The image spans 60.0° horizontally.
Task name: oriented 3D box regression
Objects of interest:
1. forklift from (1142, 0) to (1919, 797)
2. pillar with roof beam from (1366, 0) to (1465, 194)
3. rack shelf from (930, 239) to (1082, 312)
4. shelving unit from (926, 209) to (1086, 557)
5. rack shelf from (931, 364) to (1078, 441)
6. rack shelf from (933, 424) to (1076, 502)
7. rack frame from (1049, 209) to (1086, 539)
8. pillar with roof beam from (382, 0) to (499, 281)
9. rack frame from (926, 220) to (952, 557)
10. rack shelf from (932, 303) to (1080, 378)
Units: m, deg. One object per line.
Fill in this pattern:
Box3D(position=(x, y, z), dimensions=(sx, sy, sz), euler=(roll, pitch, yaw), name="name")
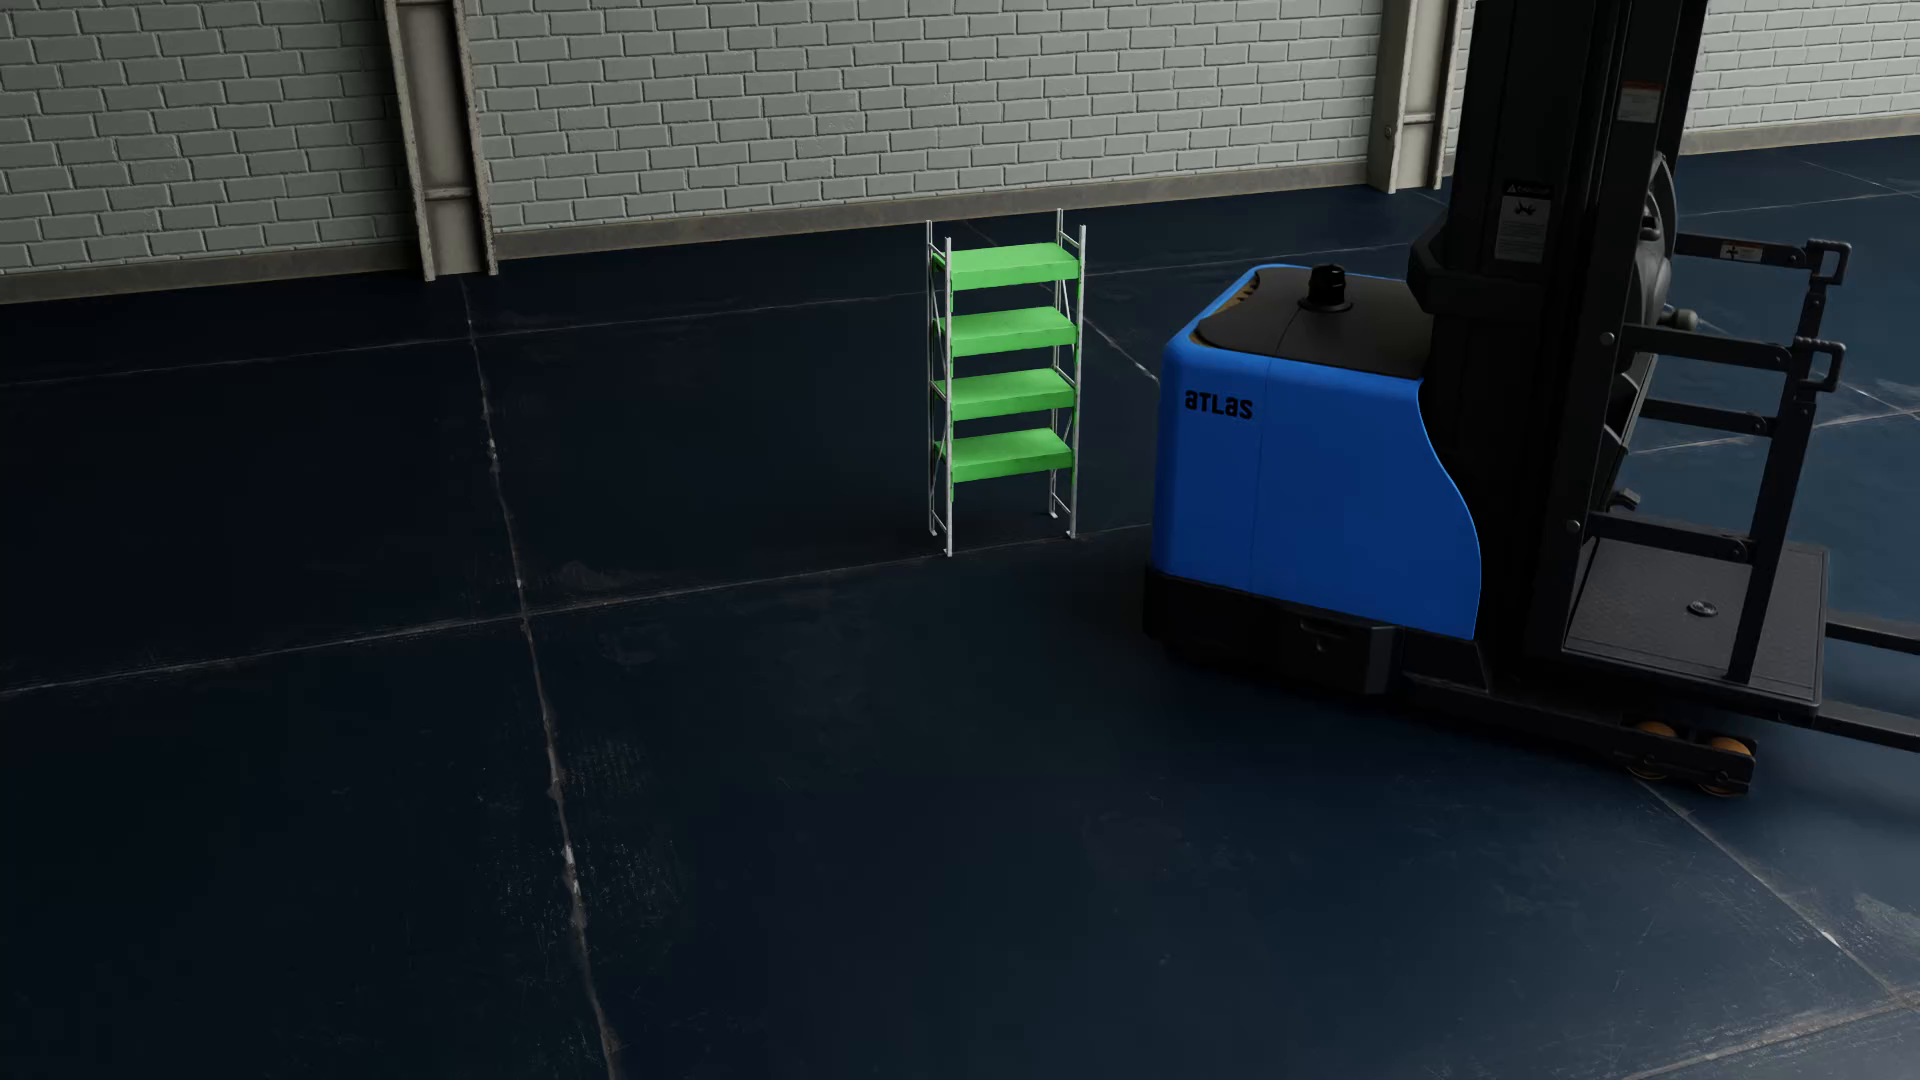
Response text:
Box3D(position=(2.156, -0.847, 4.660), dimensions=(3.031, 2.935, 1.130), euler=(12, 29, 23), name="forklift")
Box3D(position=(4.246, -4.546, 5.287), dimensions=(0.400, 9.000, 9.100), euler=(-8, 28, -16), name="pillar with roof beam")
Box3D(position=(0.157, -0.933, 5.844), dimensions=(0.480, 0.148, 0.258), euler=(-8, 28, -16), name="rack shelf")
Box3D(position=(0.157, -0.560, 6.029), dimensions=(0.503, 1.200, 0.258), euler=(-8, 28, -16), name="shelving unit")
Box3D(position=(0.157, -0.503, 6.058), dimensions=(0.480, 0.148, 0.258), euler=(-8, 28, -16), name="rack shelf")
Box3D(position=(0.157, -0.288, 6.164), dimensions=(0.480, 0.148, 0.258), euler=(-8, 28, -16), name="rack shelf")
Box3D(position=(0.389, -0.594, 6.097), dimensions=(0.015, 1.200, 0.240), euler=(-8, 28, -16), name="rack frame")
Box3D(position=(-1.459, -3.720, 3.622), dimensions=(0.400, 9.000, 9.100), euler=(-8, 28, -16), name="pillar with roof beam")
Box3D(position=(-0.075, -0.527, 5.961), dimensions=(0.015, 1.200, 0.240), euler=(-8, 28, -16), name="rack frame")
Box3D(position=(0.157, -0.718, 5.951), dimensions=(0.480, 0.148, 0.258), euler=(-8, 28, -16), name="rack shelf")
